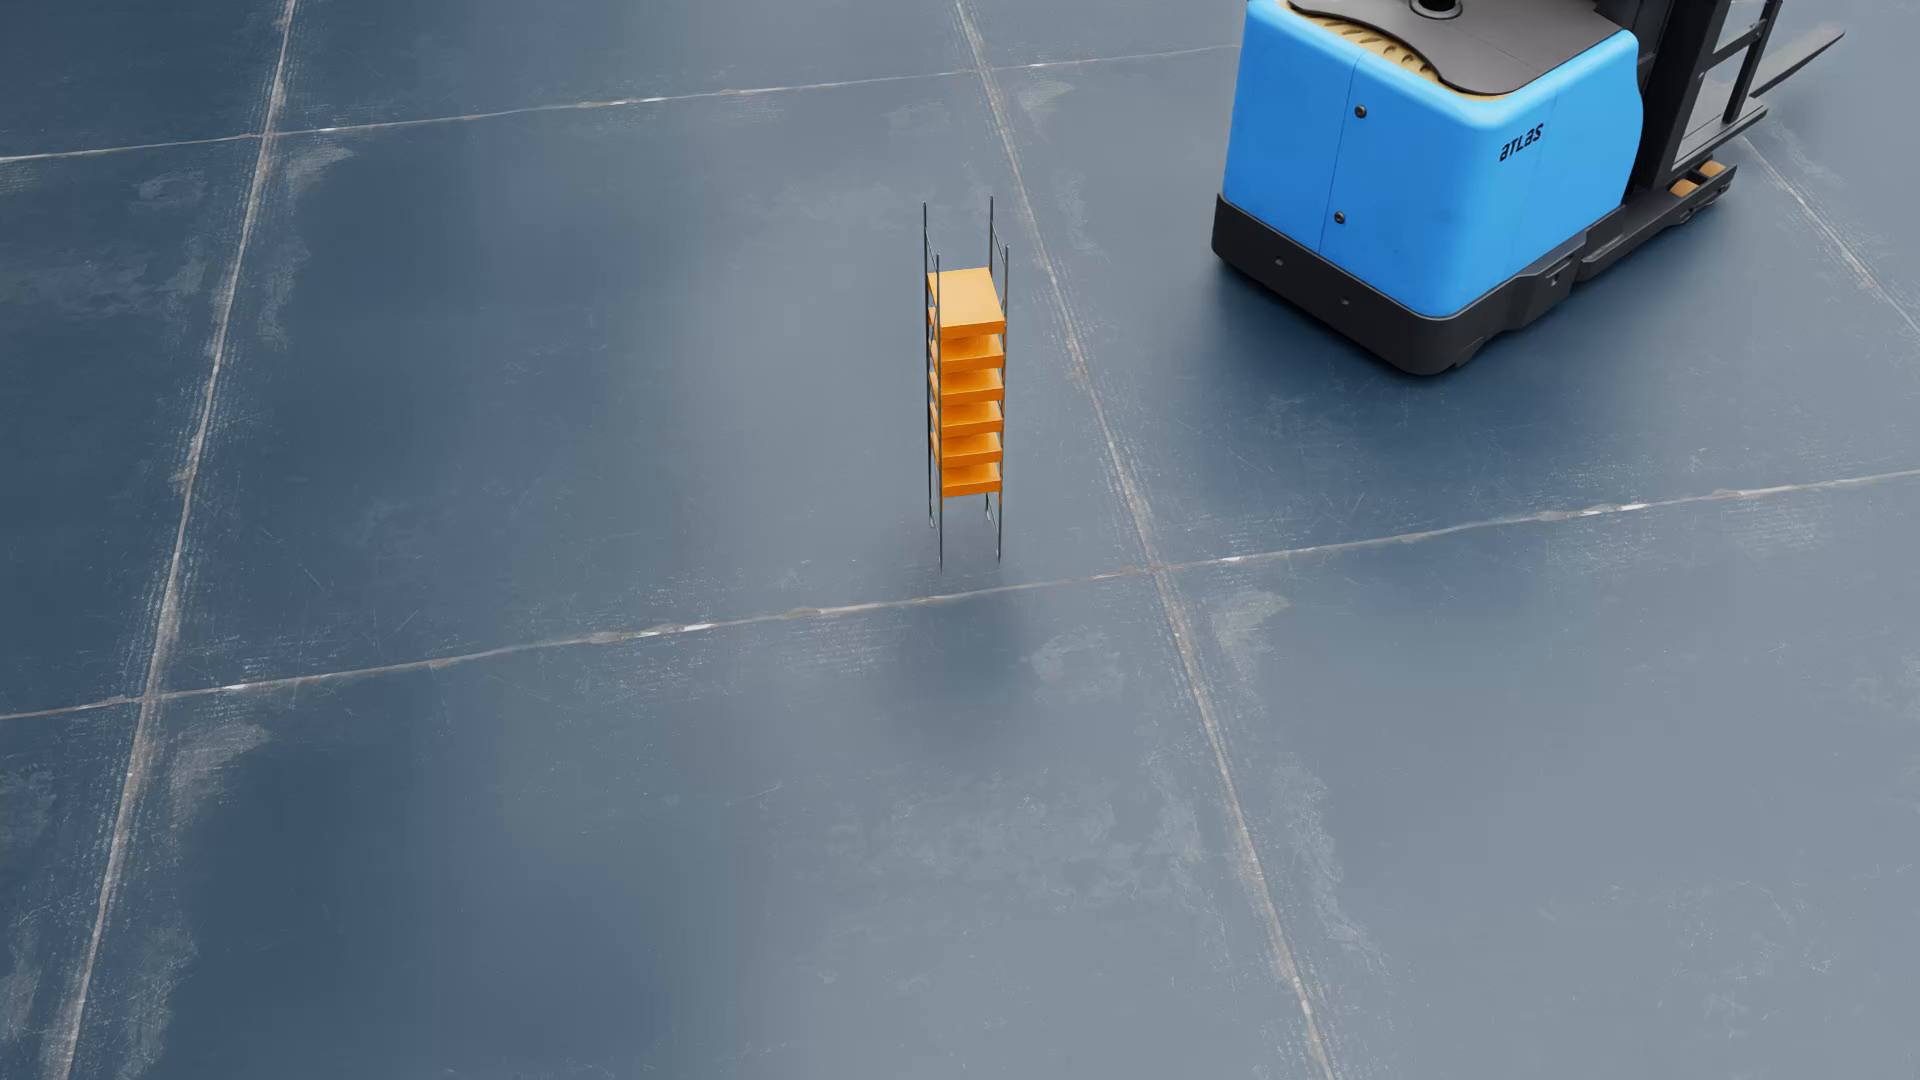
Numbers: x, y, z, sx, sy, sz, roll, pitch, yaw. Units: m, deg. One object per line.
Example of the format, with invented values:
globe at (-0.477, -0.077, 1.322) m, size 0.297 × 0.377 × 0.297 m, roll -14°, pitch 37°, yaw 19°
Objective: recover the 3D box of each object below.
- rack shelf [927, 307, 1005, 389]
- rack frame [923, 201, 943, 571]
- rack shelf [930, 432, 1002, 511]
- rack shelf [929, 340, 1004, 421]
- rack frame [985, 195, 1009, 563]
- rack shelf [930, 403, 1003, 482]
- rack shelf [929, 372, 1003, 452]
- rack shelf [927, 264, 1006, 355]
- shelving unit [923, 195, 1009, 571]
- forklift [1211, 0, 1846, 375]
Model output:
rack shelf at (0.014, -0.554, 4.679) m, size 0.180 × 0.103 × 0.258 m, roll -7°, pitch 46°, yaw -7°
rack frame at (-0.076, -0.407, 4.809) m, size 0.006 × 1.200 × 0.240 m, roll -7°, pitch 46°, yaw -7°
rack shelf at (0.014, -0.221, 5.024) m, size 0.180 × 0.103 × 0.258 m, roll -7°, pitch 46°, yaw -7°
rack shelf at (0.014, -0.471, 4.765) m, size 0.180 × 0.103 × 0.258 m, roll -7°, pitch 46°, yaw -7°
rack frame at (0.104, -0.429, 4.830) m, size 0.006 × 1.200 × 0.240 m, roll -7°, pitch 46°, yaw -7°
rack shelf at (0.014, -0.304, 4.938) m, size 0.180 × 0.103 × 0.258 m, roll -7°, pitch 46°, yaw -7°
rack shelf at (0.014, -0.387, 4.852) m, size 0.180 × 0.103 × 0.258 m, roll -7°, pitch 46°, yaw -7°
rack shelf at (0.014, -0.637, 4.592) m, size 0.180 × 0.103 × 0.258 m, roll -7°, pitch 46°, yaw -7°
shelving unit at (0.014, -0.418, 4.820) m, size 0.189 × 1.200 × 0.258 m, roll -7°, pitch 46°, yaw -7°
forklift at (2.383, -2.498, 5.621) m, size 3.031 × 2.935 × 1.130 m, roll -32°, pitch 54°, yaw -27°
